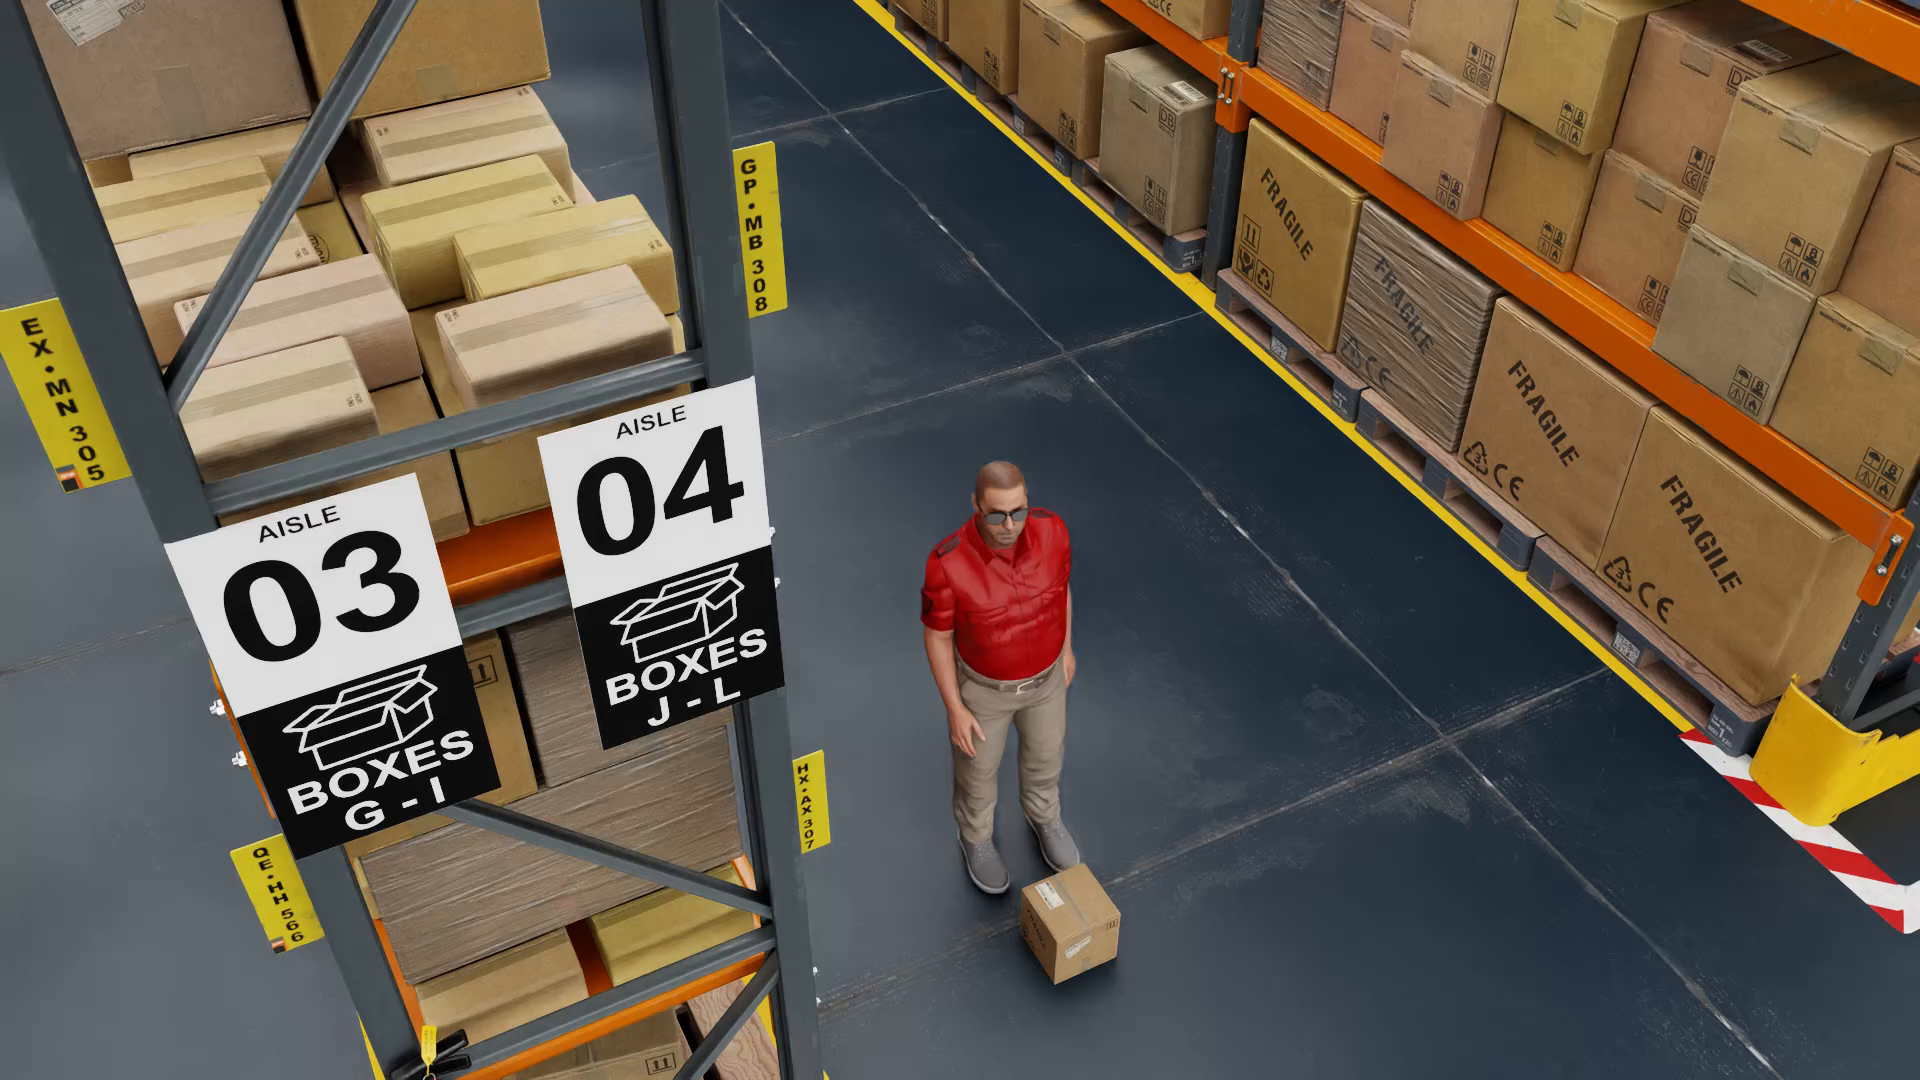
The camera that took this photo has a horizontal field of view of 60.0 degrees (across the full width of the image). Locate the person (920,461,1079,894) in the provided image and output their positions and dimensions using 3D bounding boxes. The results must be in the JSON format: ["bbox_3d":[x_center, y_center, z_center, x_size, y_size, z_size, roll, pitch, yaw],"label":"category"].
[{"bbox_3d":[0.169,0.488,5.582,0.561,1.744,0.422,-19,44,-20],"label":"person"}]
